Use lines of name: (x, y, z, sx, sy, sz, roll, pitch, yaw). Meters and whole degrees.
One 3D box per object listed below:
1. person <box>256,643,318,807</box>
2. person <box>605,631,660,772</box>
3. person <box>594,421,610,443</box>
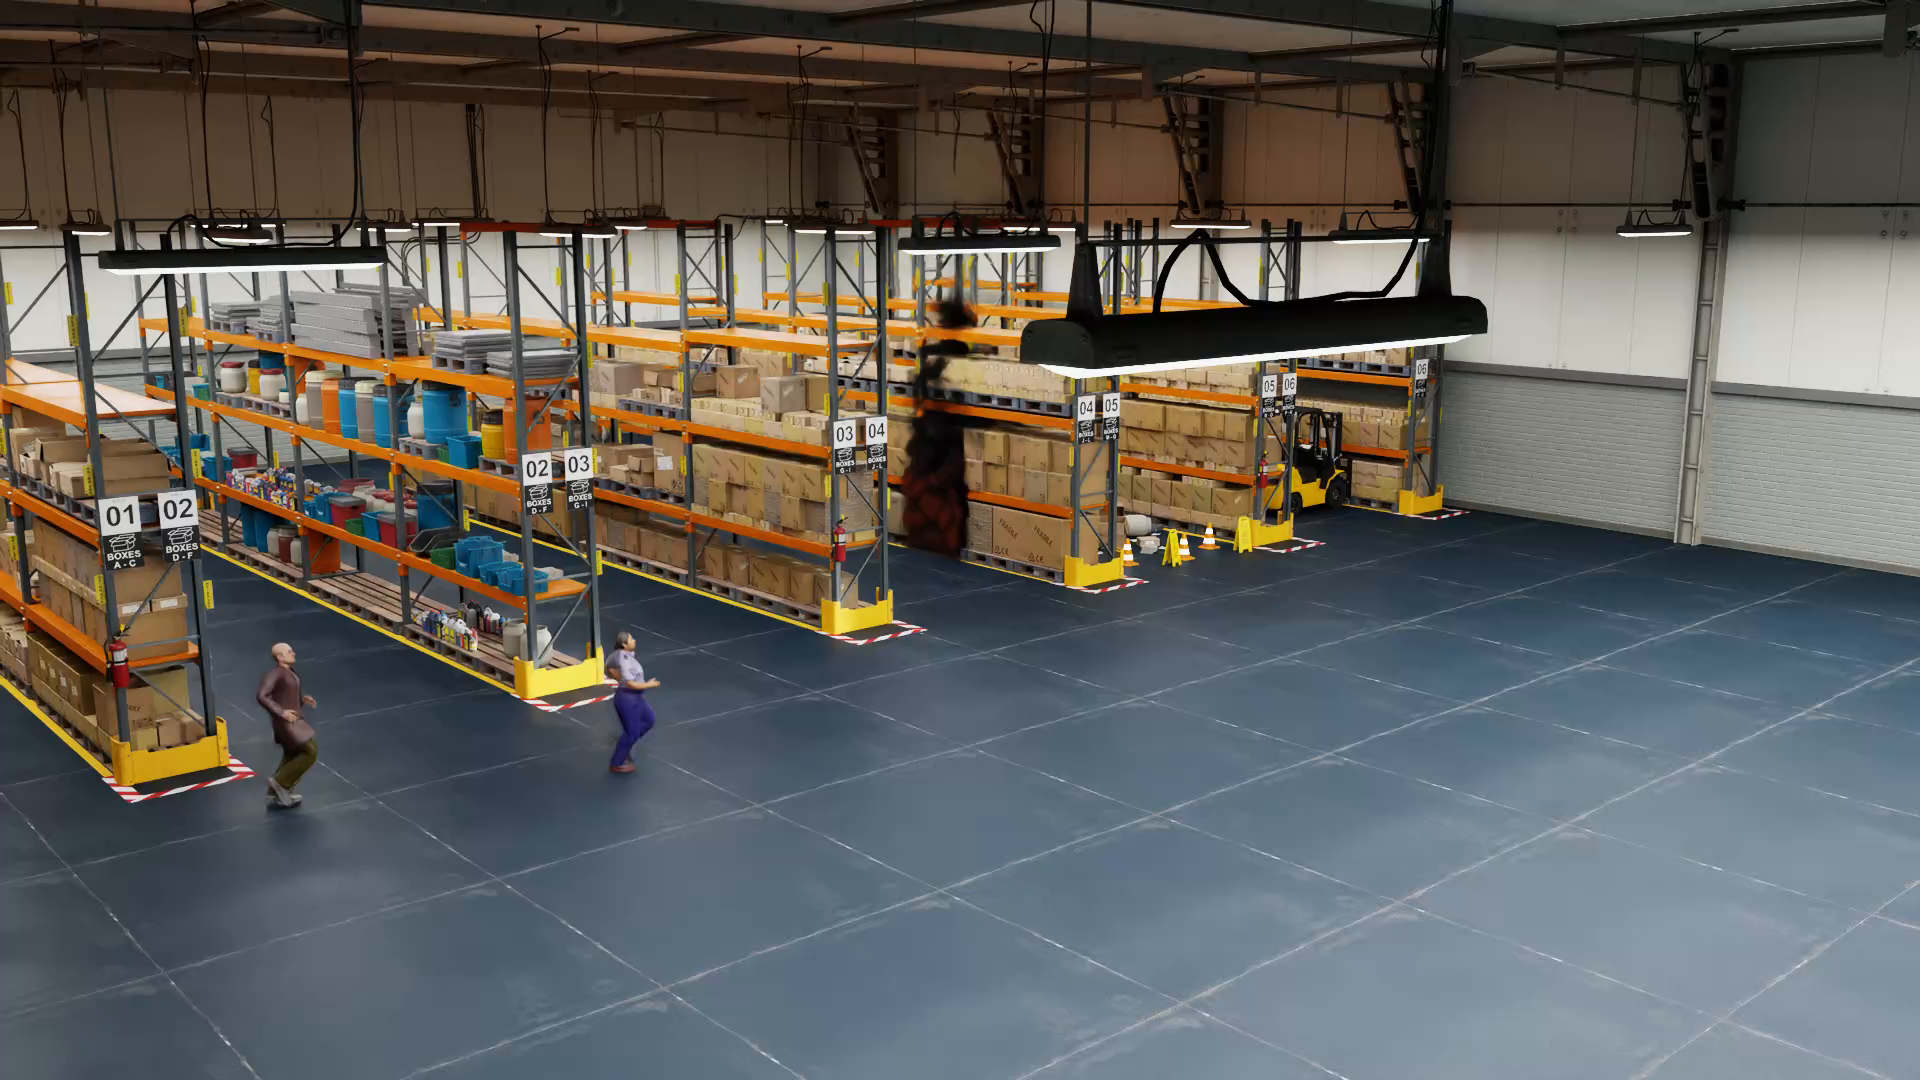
person: (-7.170, 1.994, 17.772, 0.585, 1.658, 0.742, -3, 12, -12)
person: (-3.698, 1.811, 18.817, 0.609, 1.608, 0.626, -3, 12, -14)
person: (-8.822, -2.674, 40.984, 0.929, 1.611, 0.584, -10, 15, -40)
